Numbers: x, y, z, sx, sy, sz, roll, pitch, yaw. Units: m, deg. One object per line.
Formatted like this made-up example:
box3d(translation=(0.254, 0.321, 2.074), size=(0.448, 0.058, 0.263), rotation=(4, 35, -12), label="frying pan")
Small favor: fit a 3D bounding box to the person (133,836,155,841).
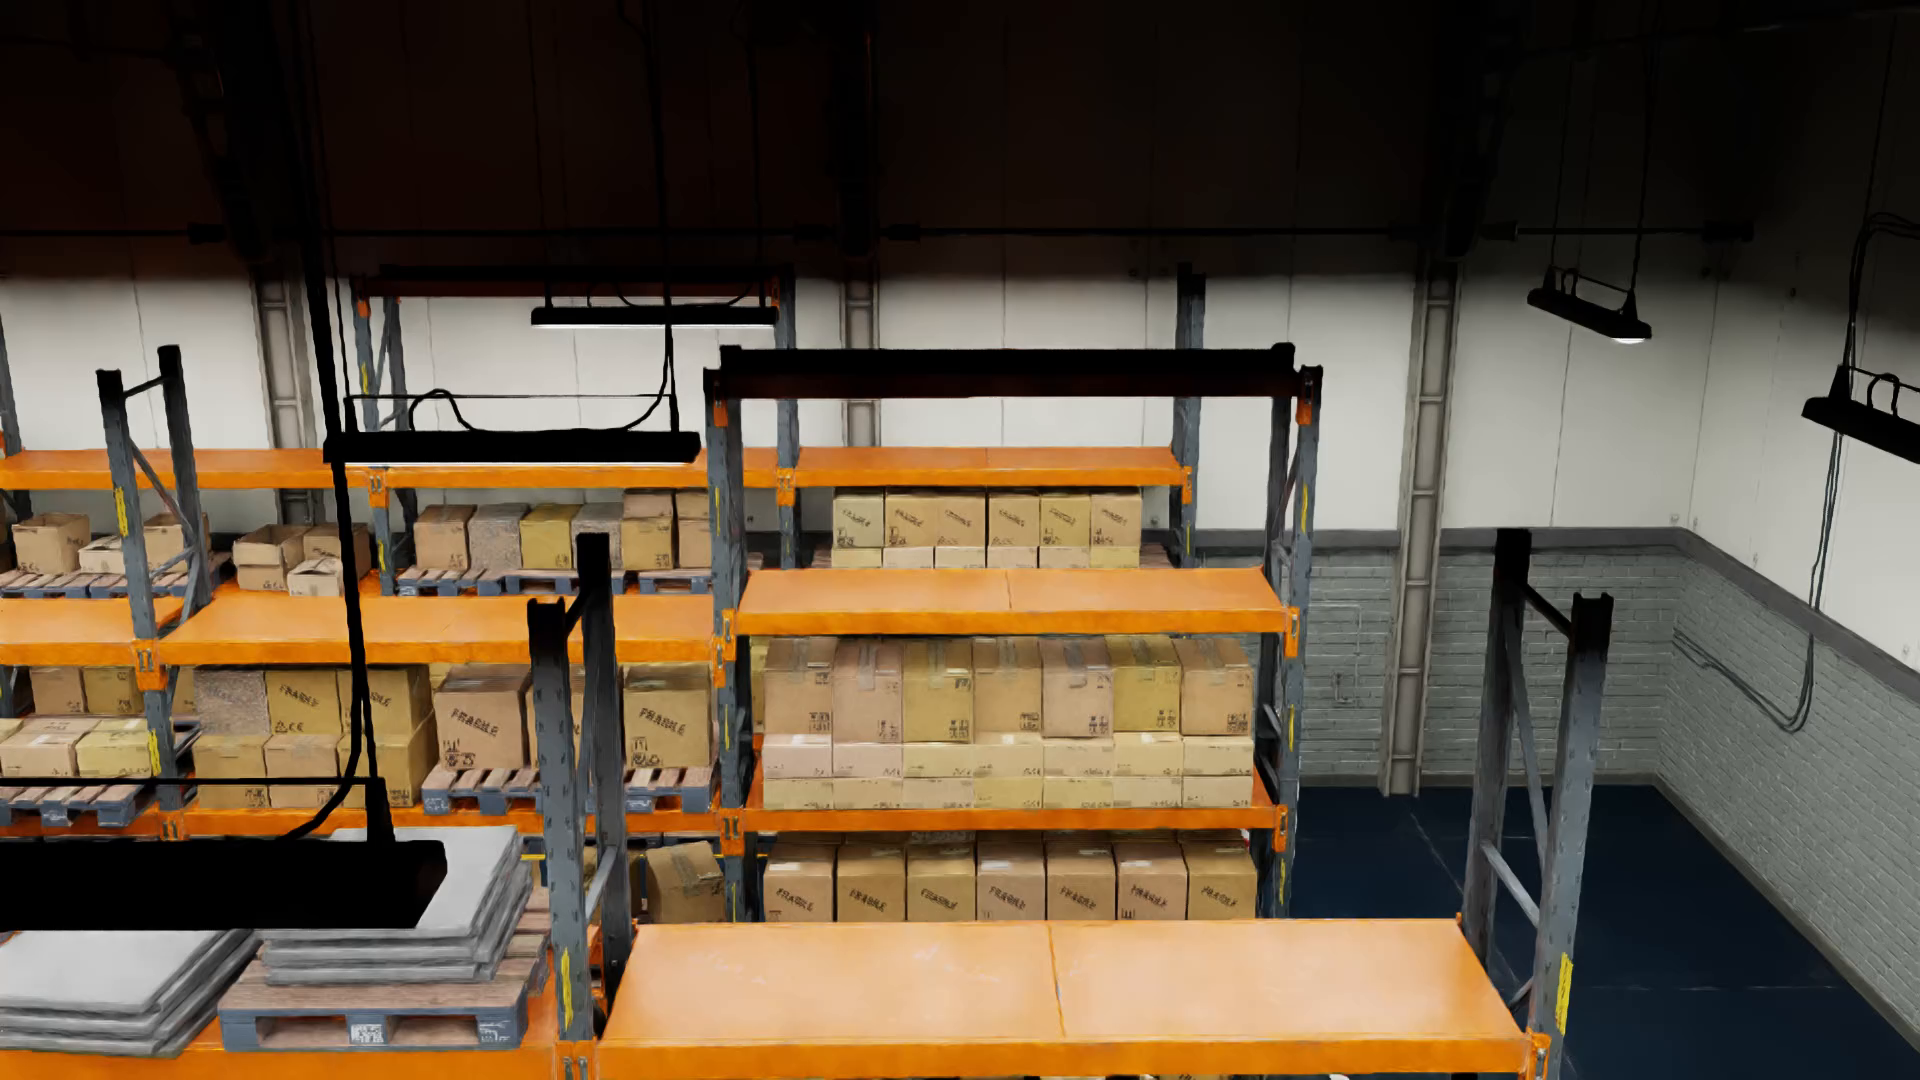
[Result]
box3d(translation=(-6.894, 3.287, 14.546), size=(0.519, 1.541, 0.566), rotation=(-1, 16, -3), label="person")
